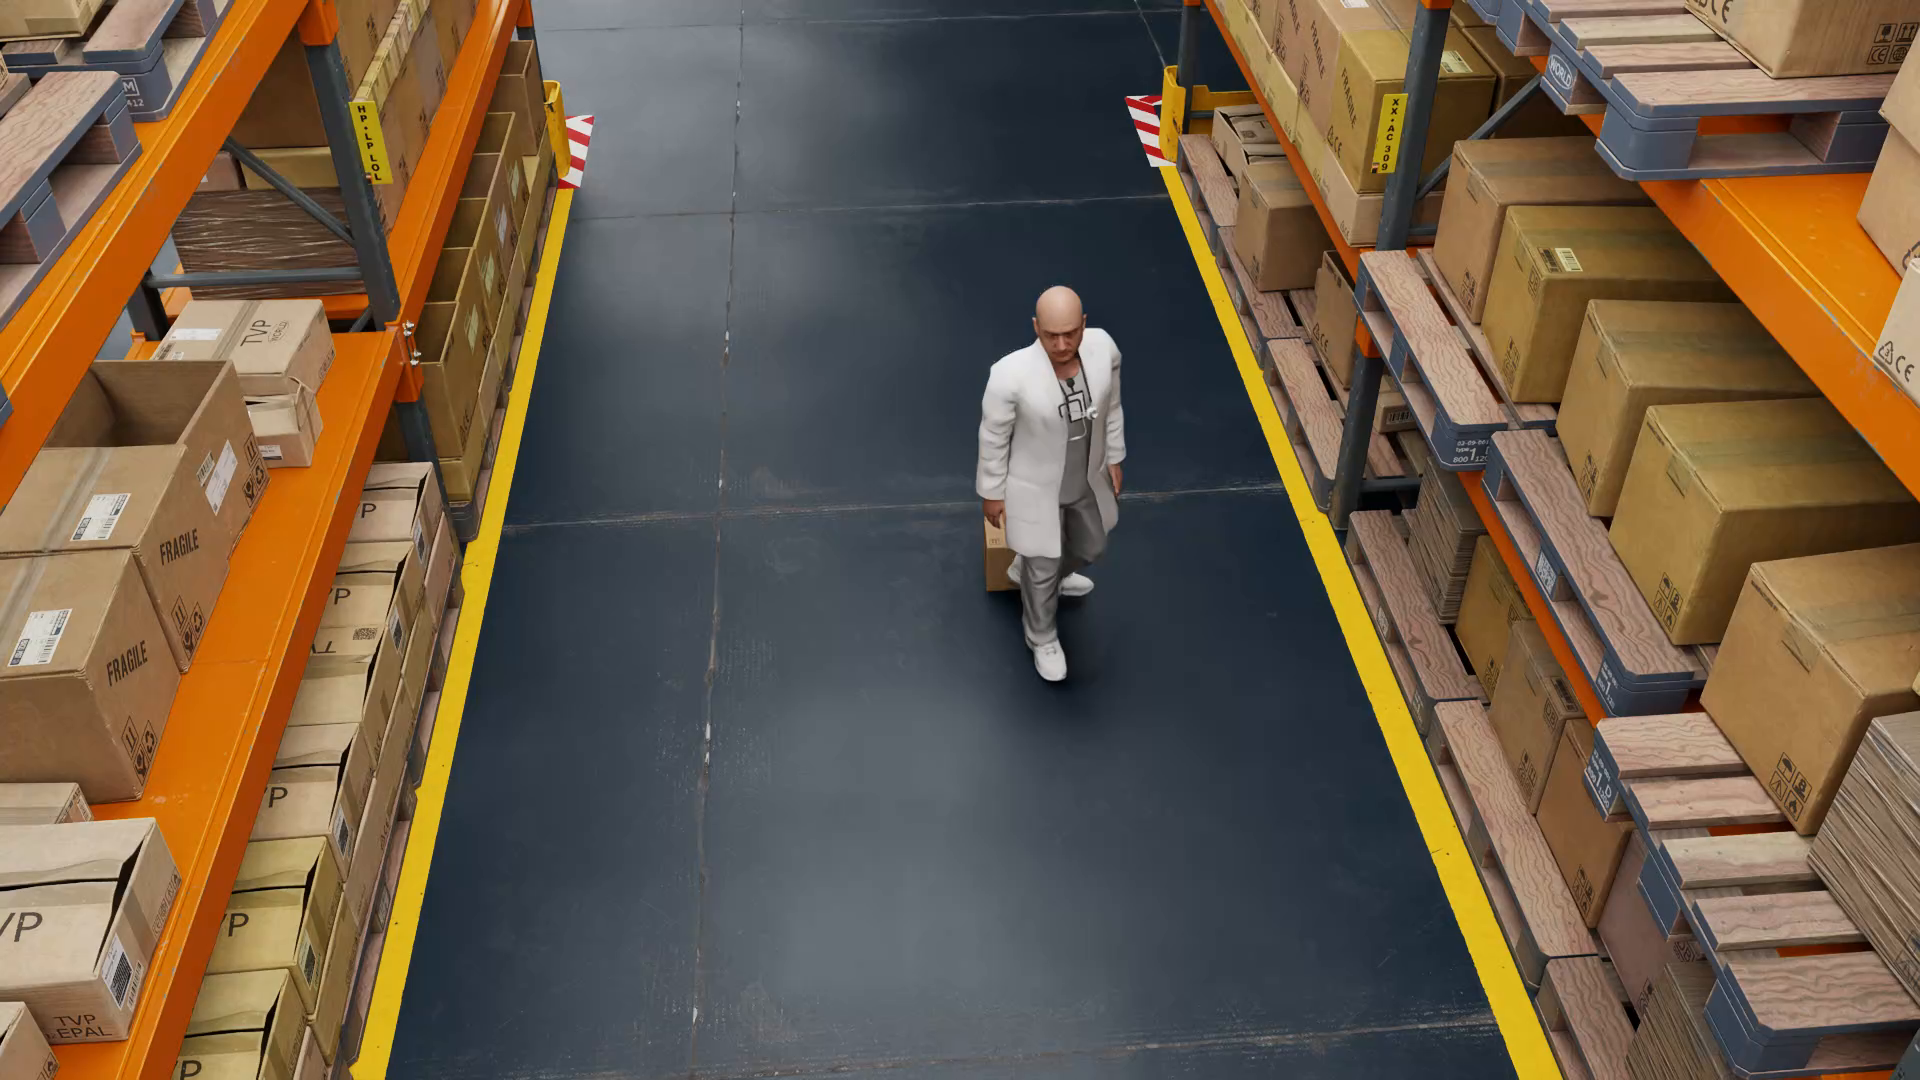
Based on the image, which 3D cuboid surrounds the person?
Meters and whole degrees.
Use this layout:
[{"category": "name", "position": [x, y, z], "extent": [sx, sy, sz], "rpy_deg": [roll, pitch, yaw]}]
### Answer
[{"category": "person", "position": [0.337, -0.277, 6.509], "extent": [0.625, 1.771, 0.622], "rpy_deg": [-18, 42, -22]}]
